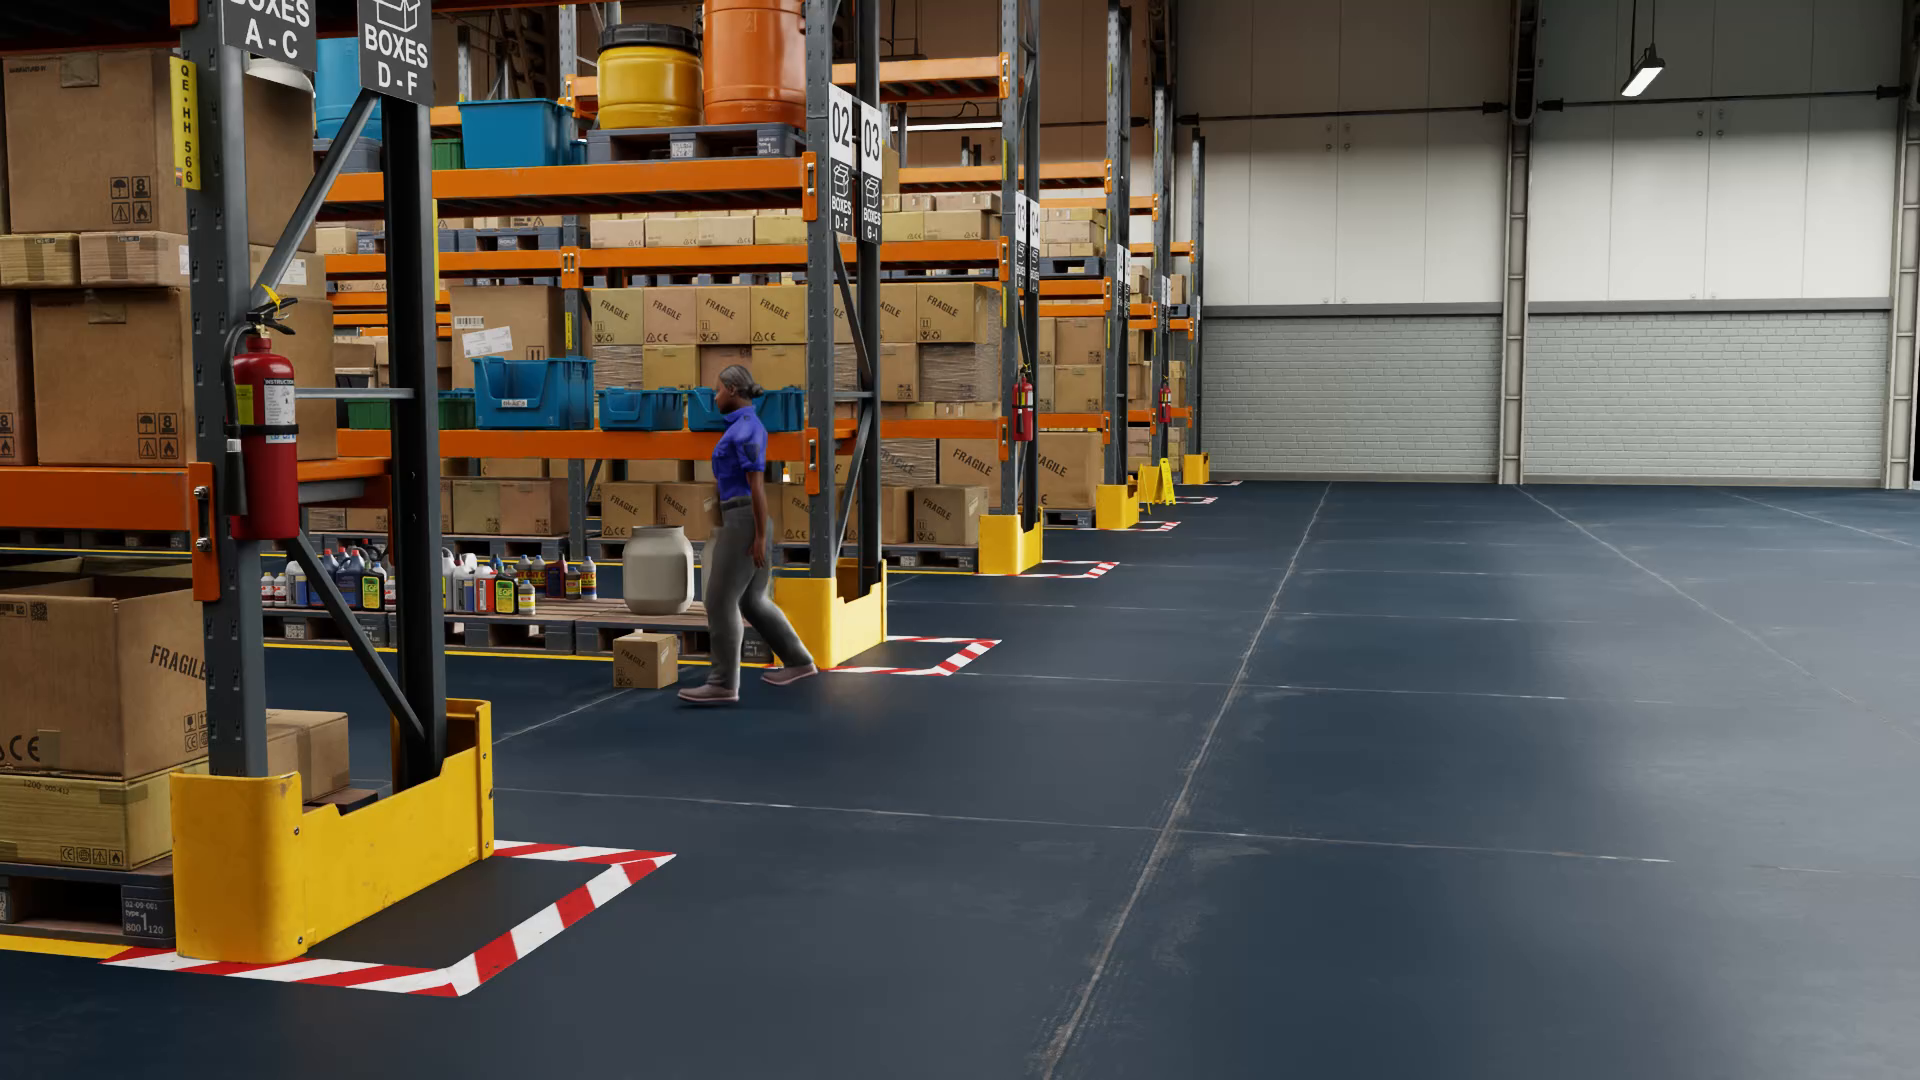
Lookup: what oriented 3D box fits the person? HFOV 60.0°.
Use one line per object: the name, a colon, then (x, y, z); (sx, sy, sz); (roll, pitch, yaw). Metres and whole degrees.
person: (-1.046, -0.045, 8.185); (0.679, 1.633, 0.477); (0, 5, -5)
